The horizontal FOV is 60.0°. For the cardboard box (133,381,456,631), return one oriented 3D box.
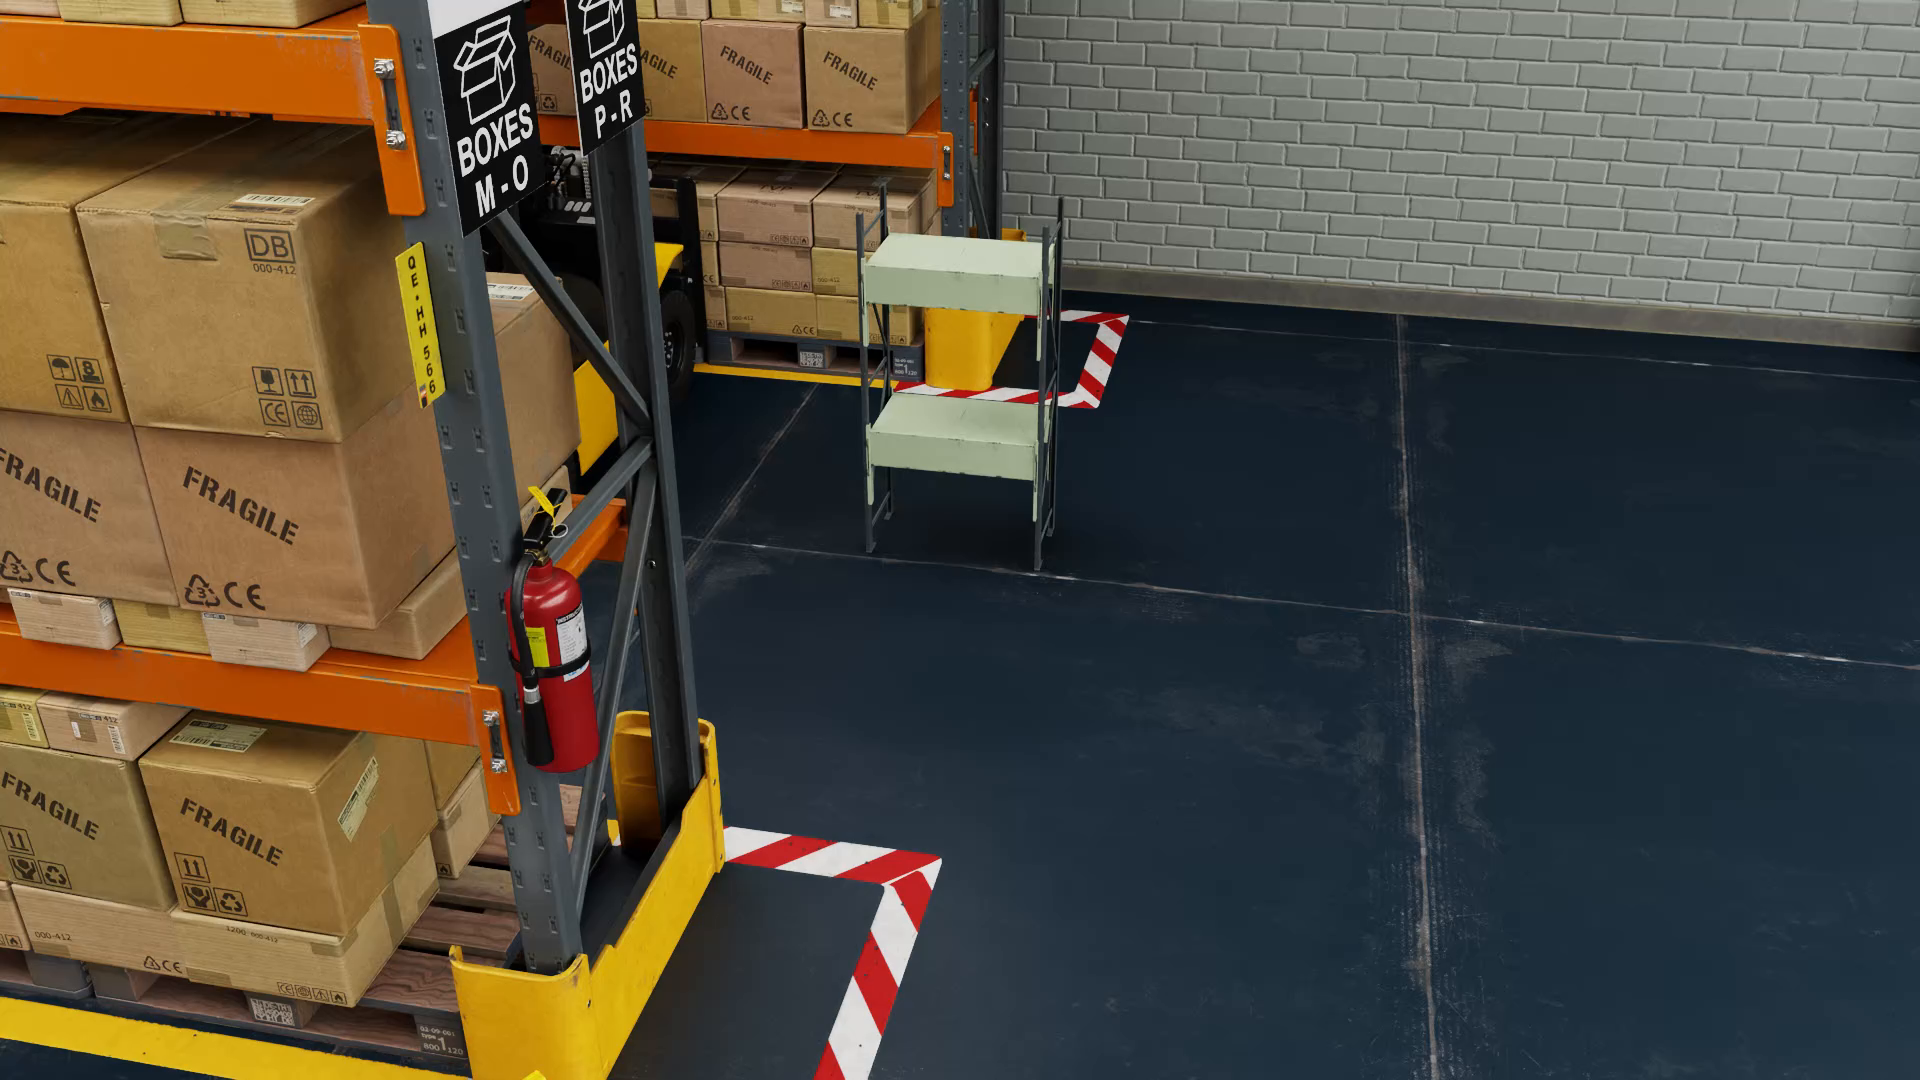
[{"bbox_3d":[-1.549,-0.146,3.979,0.500,0.500,0.500,5,29,10],"label":"cardboard box"}]

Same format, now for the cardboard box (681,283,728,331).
[{"bbox_3d":[-1.425,-1.364,9.043,0.500,0.250,0.500,6,29,11],"label":"cardboard box"}]

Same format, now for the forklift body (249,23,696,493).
[{"bbox_3d":[-2.164,-1.339,7.456,1.214,2.155,2.313,6,29,11],"label":"forklift body"}]

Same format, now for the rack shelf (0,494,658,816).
[{"bbox_3d":[-2.917,0.068,4.751,4.000,0.370,1.077,6,29,11],"label":"rack shelf"}]

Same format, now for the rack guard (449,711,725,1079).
[{"bbox_3d":[-1.035,1.042,4.826,0.348,0.500,1.175,6,29,11],"label":"rack guard"}]

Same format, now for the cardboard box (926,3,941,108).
[{"bbox_3d":[-0.355,-2.602,8.775,0.500,0.500,0.500,7,29,12],"label":"cardboard box"}]

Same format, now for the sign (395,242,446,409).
[{"bbox_3d":[-1.097,-0.435,3.385,0.005,0.325,0.100,6,29,11],"label":"sign"}]

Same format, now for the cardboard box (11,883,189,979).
[{"bbox_3d":[-2.313,0.965,4.790,0.500,0.250,0.500,6,29,11],"label":"cardboard box"}]

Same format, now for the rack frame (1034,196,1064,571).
[{"bbox_3d":[0.364,-0.620,6.822,0.023,1.500,0.400,6,29,11],"label":"rack frame"}]

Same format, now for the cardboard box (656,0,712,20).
[{"bbox_3d":[-1.334,-2.711,8.299,0.250,0.149,0.380,5,29,9],"label":"cardboard box"}]

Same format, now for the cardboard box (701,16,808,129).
[{"bbox_3d":[-0.970,-2.404,8.414,0.500,0.500,0.500,7,29,12],"label":"cardboard box"}]

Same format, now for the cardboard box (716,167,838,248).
[{"bbox_3d":[-0.944,-1.743,8.695,0.500,0.250,0.500,6,29,11],"label":"cardboard box"}]

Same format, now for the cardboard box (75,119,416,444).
[{"bbox_3d":[-1.506,-0.608,3.782,0.500,0.500,0.700,5,29,9],"label":"cardboard box"}]

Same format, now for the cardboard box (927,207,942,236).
[{"bbox_3d":[-0.345,-1.720,9.174,0.500,0.250,0.500,6,29,11],"label":"cardboard box"}]

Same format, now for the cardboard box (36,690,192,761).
[{"bbox_3d":[-2.172,0.399,4.368,0.250,0.149,0.380,7,29,12],"label":"cardboard box"}]

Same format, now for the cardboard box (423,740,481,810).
[{"bbox_3d":[-1.716,0.433,4.980,0.500,0.500,0.500,5,29,9],"label":"cardboard box"}]

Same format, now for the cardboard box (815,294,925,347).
[{"bbox_3d":[-0.454,-1.255,8.845,0.500,0.250,0.500,6,29,11],"label":"cardboard box"}]

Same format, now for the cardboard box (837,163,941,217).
[{"bbox_3d":[-0.359,-1.932,9.040,0.500,0.250,0.500,5,29,10],"label":"cardboard box"}]

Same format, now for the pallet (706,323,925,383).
[{"bbox_3d":[-0.685,-1.212,9.244,1.213,0.211,1.003,6,29,11],"label":"pallet"}]

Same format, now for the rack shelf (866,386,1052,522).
[{"bbox_3d":[0.007,-0.371,7.045,0.720,0.370,0.431,6,29,11],"label":"rack shelf"}]

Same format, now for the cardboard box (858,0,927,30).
[{"bbox_3d":[-0.326,-2.610,8.114,0.250,0.149,0.380,6,29,11],"label":"cardboard box"}]

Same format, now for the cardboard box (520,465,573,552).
[{"bbox_3d":[-1.250,-0.068,4.512,0.250,0.149,0.380,6,29,11],"label":"cardboard box"}]

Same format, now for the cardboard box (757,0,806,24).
[{"bbox_3d":[-0.823,-2.676,8.235,0.250,0.149,0.380,6,29,12],"label":"cardboard box"}]

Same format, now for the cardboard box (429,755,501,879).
[{"bbox_3d":[-1.692,0.764,5.156,0.500,0.250,0.500,6,29,10],"label":"cardboard box"}]

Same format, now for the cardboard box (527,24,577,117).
[{"bbox_3d":[-1.965,-2.501,8.590,0.500,0.500,0.500,6,29,11],"label":"cardboard box"}]

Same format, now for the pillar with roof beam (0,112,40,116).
[{"bbox_3d":[-7.188,-4.083,5.336,0.400,9.000,9.100,6,29,11],"label":"pillar with roof beam"}]

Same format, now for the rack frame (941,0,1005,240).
[{"bbox_3d":[0.072,-2.378,8.470,0.127,3.000,1.000,6,29,11],"label":"rack frame"}]

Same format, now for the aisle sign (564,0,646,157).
[{"bbox_3d":[-0.836,-1.326,3.842,0.004,0.787,0.394,6,29,11],"label":"aisle sign"}]

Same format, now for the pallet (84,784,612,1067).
[{"bbox_3d":[-1.822,1.071,5.074,1.213,0.211,1.003,6,29,11],"label":"pallet"}]

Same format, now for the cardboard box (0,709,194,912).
[{"bbox_3d":[-2.310,0.638,4.607,0.500,0.500,0.500,7,29,12],"label":"cardboard box"}]

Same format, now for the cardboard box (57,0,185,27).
[{"bbox_3d":[-1.618,-1.166,3.395,0.250,0.149,0.380,6,29,11],"label":"cardboard box"}]

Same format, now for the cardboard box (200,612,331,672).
[{"bbox_3d":[-1.642,0.153,4.108,0.250,0.149,0.380,6,29,10],"label":"cardboard box"}]

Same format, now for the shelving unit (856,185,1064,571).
[{"bbox_3d":[0.007,-0.657,6.889,0.755,1.500,0.431,6,29,11],"label":"shelving unit"}]

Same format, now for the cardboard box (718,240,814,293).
[{"bbox_3d":[-0.958,-1.533,8.832,0.500,0.250,0.500,6,29,10],"label":"cardboard box"}]

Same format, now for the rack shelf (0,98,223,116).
[{"bbox_3d":[-5.796,-2.664,9.742,4.000,0.370,1.077,6,29,11],"label":"rack shelf"}]

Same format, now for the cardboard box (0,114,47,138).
[{"bbox_3d":[-2.520,-0.665,3.887,0.500,0.500,0.700,6,29,10],"label":"cardboard box"}]

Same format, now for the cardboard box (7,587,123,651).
[{"bbox_3d":[-2.147,0.106,4.195,0.250,0.149,0.380,6,29,11],"label":"cardboard box"}]

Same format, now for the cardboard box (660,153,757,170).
[{"bbox_3d":[-1.335,-2.035,9.229,0.500,0.250,0.500,6,29,10],"label":"cardboard box"}]

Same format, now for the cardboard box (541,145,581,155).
[{"bbox_3d":[-2.328,-2.137,9.414,0.500,0.250,0.500,6,29,11],"label":"cardboard box"}]

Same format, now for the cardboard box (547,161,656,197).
[{"bbox_3d":[-1.934,-1.843,8.878,0.500,0.250,0.500,5,29,10],"label":"cardboard box"}]
